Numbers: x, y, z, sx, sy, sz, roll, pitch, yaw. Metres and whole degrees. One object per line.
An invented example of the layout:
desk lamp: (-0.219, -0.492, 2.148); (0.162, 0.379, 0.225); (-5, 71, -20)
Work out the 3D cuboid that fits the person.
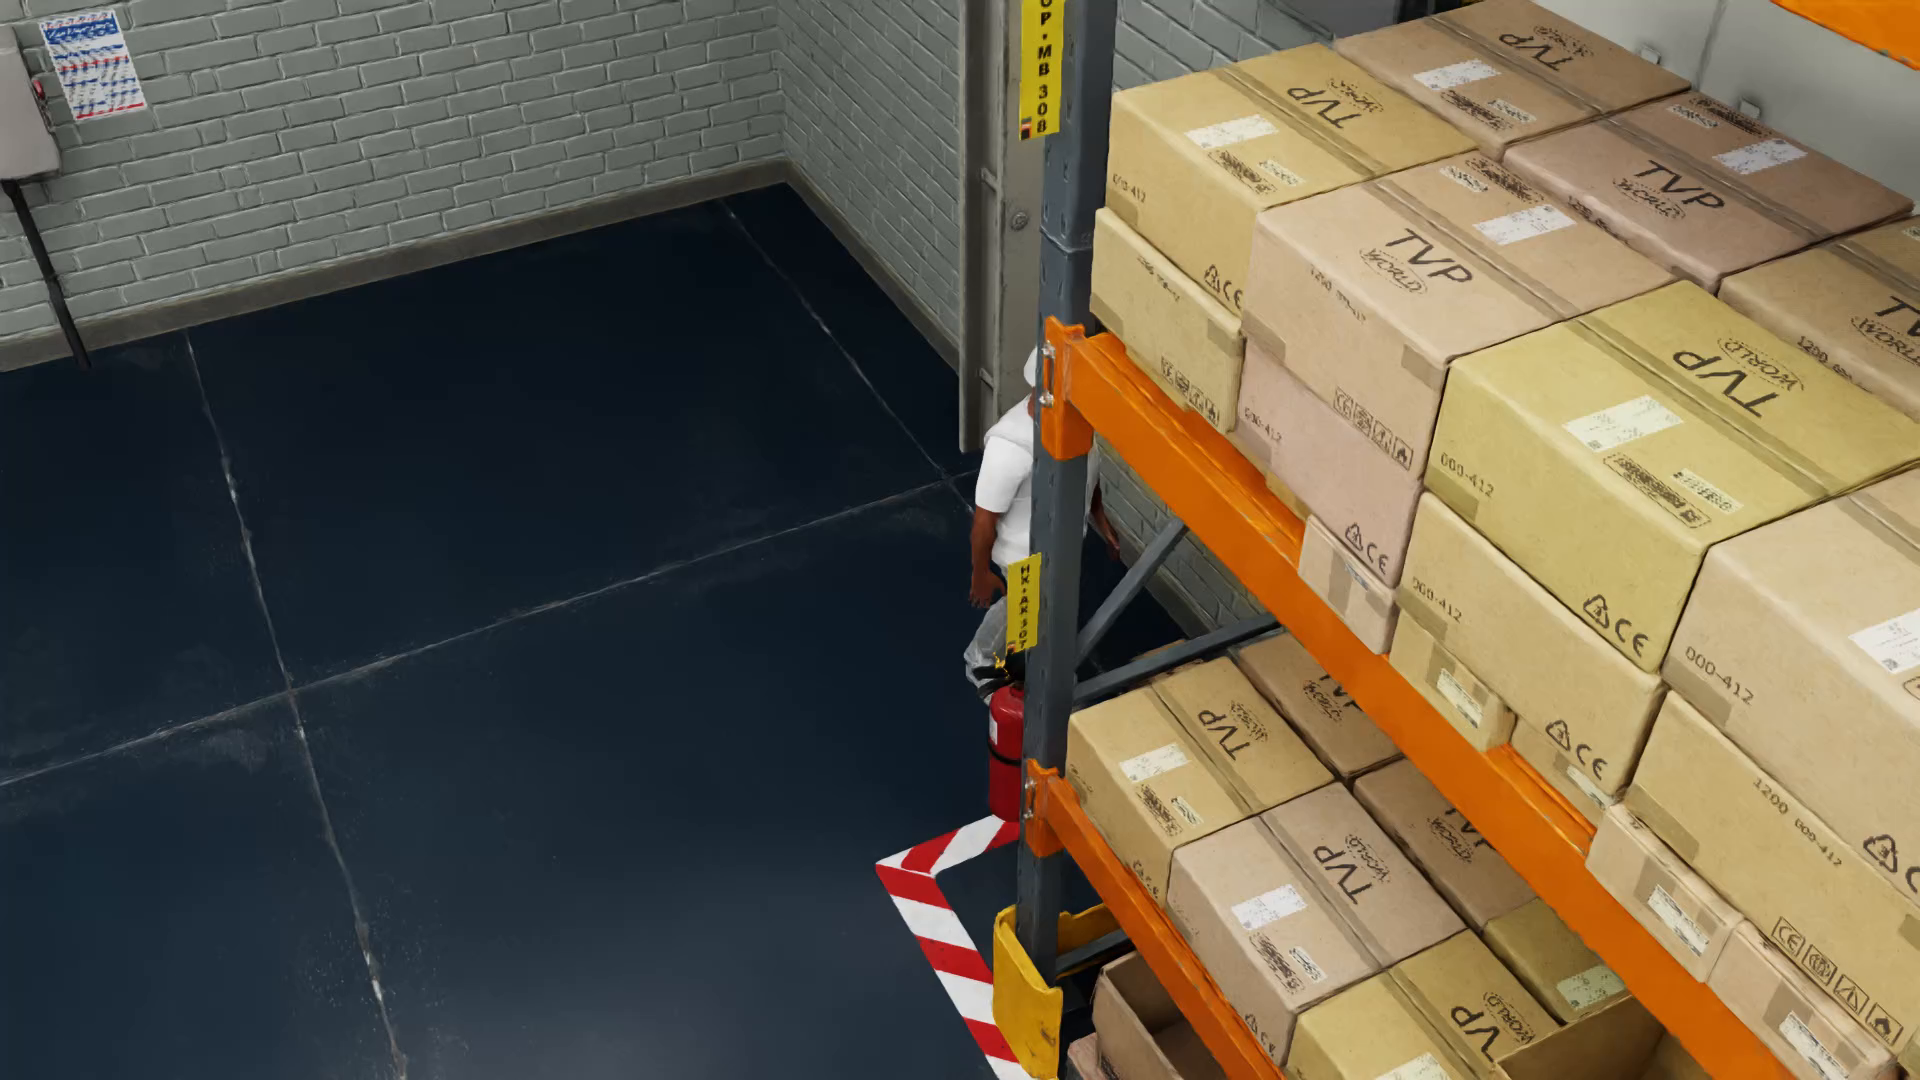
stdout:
person: (0.306, -0.002, 6.119); (0.692, 1.637, 0.603); (21, 45, 22)
